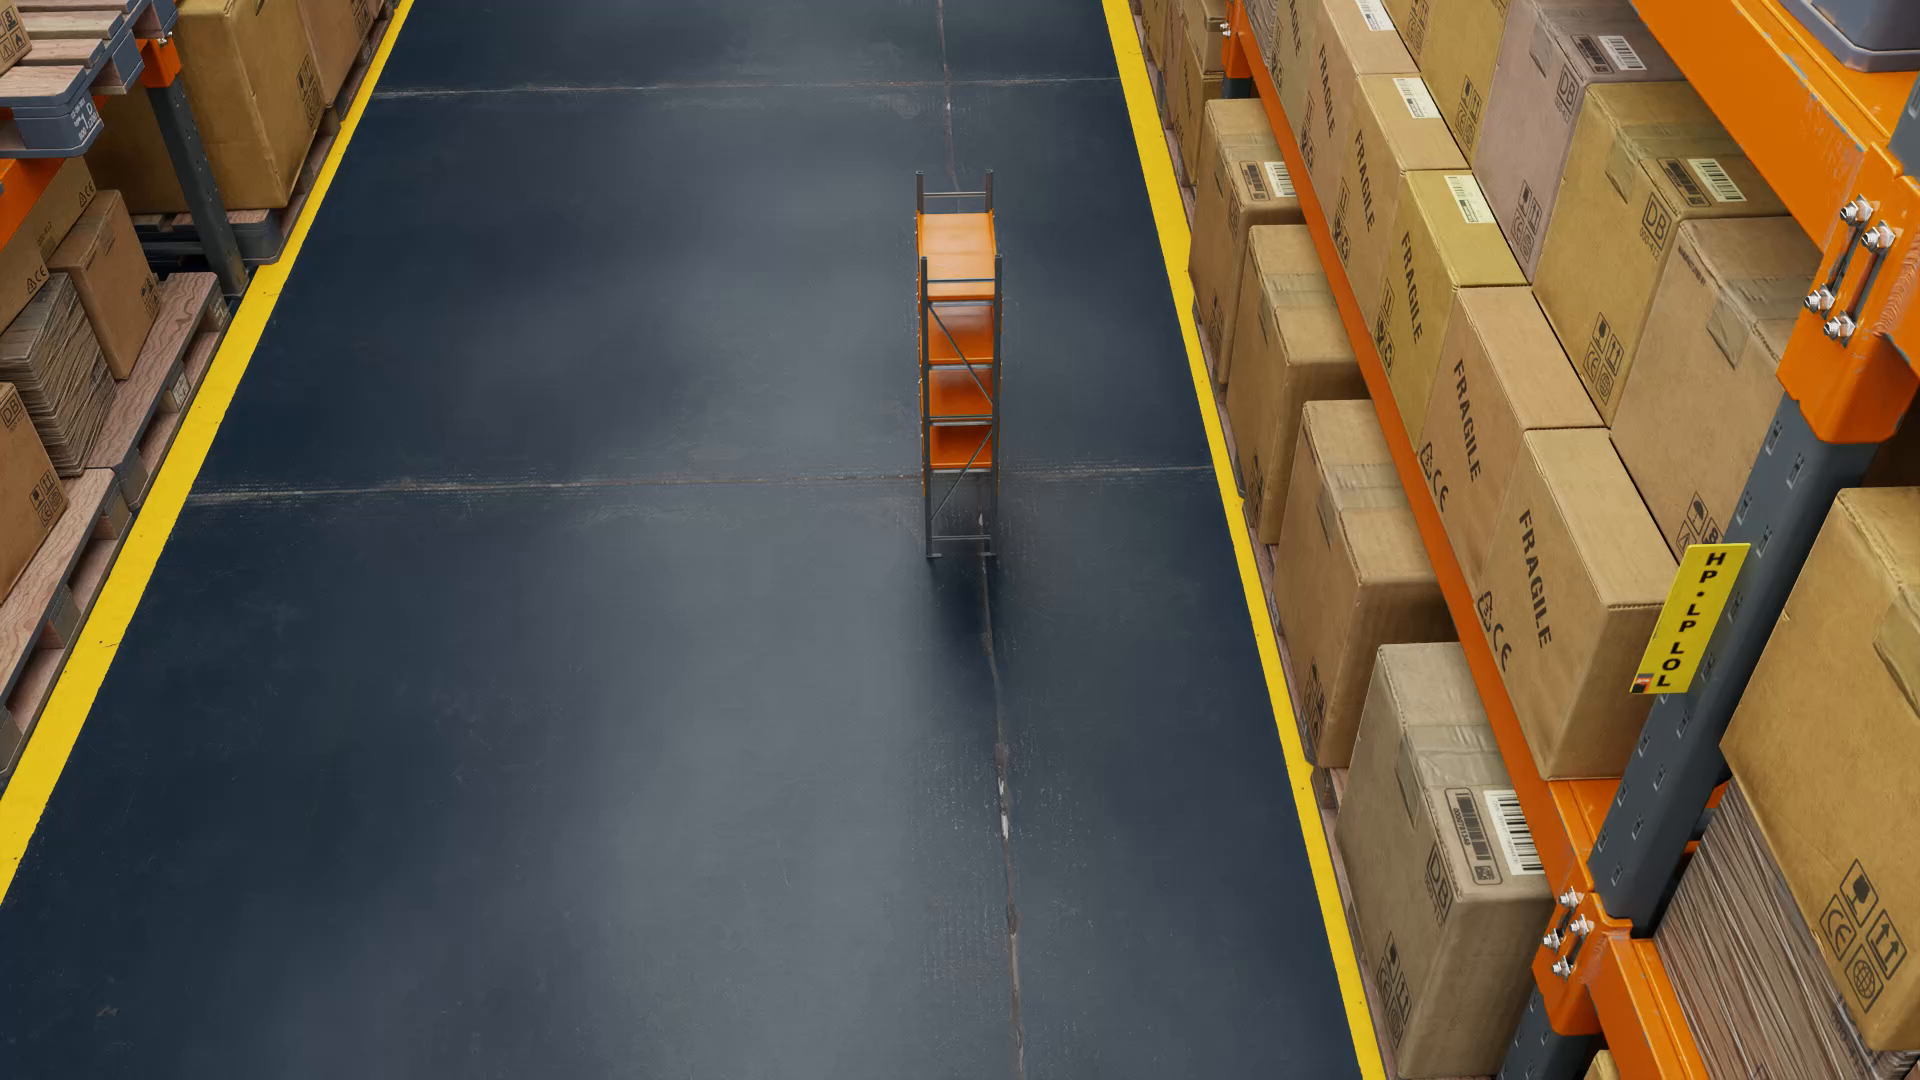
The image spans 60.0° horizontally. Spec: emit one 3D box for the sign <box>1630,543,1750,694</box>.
[{"bbox_3d":[1.138,0.127,2.593,0.100,0.325,0.005,-2,43,-2],"label":"sign"}]

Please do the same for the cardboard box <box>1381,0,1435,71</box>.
[{"bbox_3d":[1.565,-1.612,4.475,0.700,0.500,0.500,-2,43,-2],"label":"cardboard box"}]

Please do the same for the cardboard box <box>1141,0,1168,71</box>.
[{"bbox_3d":[1.163,-2.575,7.878,0.500,0.500,0.500,-3,43,-4],"label":"cardboard box"}]

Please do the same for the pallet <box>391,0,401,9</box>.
[{"bbox_3d":[-3.512,-3.277,9.169,1.003,0.211,1.213,-2,43,-2],"label":"pallet"}]

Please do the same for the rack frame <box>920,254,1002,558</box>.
[{"bbox_3d":[0.003,-0.389,5.287,0.240,1.200,0.015,-2,43,-2],"label":"rack frame"}]

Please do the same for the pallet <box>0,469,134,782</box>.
[{"bbox_3d":[-3.370,0.254,5.317,1.003,0.211,1.213,-2,43,-2],"label":"pallet"}]

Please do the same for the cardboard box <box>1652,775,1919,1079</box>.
[{"bbox_3d":[1.707,0.696,2.660,0.875,0.550,0.550,-2,43,-2],"label":"cardboard box"}]

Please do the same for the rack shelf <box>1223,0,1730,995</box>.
[{"bbox_3d":[1.594,-0.582,4.698,1.077,0.370,4.000,-2,43,-2],"label":"rack shelf"}]

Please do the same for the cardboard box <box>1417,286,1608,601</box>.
[{"bbox_3d":[1.369,-0.220,3.696,0.500,0.500,0.500,-2,43,-2],"label":"cardboard box"}]

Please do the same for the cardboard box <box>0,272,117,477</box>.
[{"bbox_3d":[-3.365,-0.538,5.642,0.700,0.500,0.500,-5,43,-5],"label":"cardboard box"}]

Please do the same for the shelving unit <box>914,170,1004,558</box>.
[{"bbox_3d":[-0.007,-0.554,5.466,0.258,1.200,0.503,-2,43,-2],"label":"shelving unit"}]

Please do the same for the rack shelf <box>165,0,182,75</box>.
[{"bbox_3d":[-3.535,-3.208,7.563,1.077,0.370,4.000,-2,43,-2],"label":"rack shelf"}]

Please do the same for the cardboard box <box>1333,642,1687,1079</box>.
[{"bbox_3d":[1.563,0.761,4.054,1.050,0.750,0.750,-2,43,-2],"label":"cardboard box"}]

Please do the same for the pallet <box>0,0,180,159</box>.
[{"bbox_3d":[-3.314,-1.575,5.390,1.213,0.211,1.003,-2,43,-2],"label":"pallet"}]

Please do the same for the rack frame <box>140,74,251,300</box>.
[{"bbox_3d":[-3.450,-2.123,5.847,1.000,3.000,0.127,-2,43,-2],"label":"rack frame"}]

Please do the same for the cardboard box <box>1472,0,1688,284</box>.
[{"bbox_3d":[1.608,-0.926,3.726,0.700,0.500,0.500,-1,43,-1],"label":"cardboard box"}]

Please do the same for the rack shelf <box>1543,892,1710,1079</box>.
[{"bbox_3d":[1.764,2.118,1.752,1.077,0.370,4.000,-2,43,-2],"label":"rack shelf"}]

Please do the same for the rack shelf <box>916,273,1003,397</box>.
[{"bbox_3d":[-0.007,-0.669,5.361,0.258,0.148,0.480,-2,43,-2],"label":"rack shelf"}]

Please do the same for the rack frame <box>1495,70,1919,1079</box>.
[{"bbox_3d":[1.676,0.503,2.981,0.949,2.616,0.053,-2,43,-2],"label":"rack frame"}]

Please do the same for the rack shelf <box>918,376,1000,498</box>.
[{"bbox_3d":[-0.007,-0.358,5.646,0.258,0.148,0.480,-2,43,-2],"label":"rack shelf"}]

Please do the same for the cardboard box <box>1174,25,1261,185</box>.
[{"bbox_3d":[1.220,-1.868,7.107,0.500,0.500,0.500,-2,43,-2],"label":"cardboard box"}]

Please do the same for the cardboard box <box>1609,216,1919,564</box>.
[{"bbox_3d":[1.652,-0.238,2.975,0.700,0.500,0.500,-2,43,-3],"label":"cardboard box"}]

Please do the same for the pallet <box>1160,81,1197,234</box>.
[{"bbox_3d":[1.478,-1.697,7.445,1.003,0.211,1.213,-2,43,-2],"label":"pallet"}]

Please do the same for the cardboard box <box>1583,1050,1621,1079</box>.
[{"bbox_3d":[1.636,1.558,3.092,0.875,0.875,0.875,-1,43,-1],"label":"cardboard box"}]

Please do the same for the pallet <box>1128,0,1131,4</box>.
[{"bbox_3d":[1.374,-3.344,9.242,1.003,0.211,1.213,-2,43,-2],"label":"pallet"}]

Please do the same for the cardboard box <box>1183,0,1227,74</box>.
[{"bbox_3d":[1.219,-2.162,6.872,0.500,0.250,0.500,-3,43,-3],"label":"cardboard box"}]

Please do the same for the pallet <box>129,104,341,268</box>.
[{"bbox_3d":[-3.408,-1.630,7.372,1.003,0.211,1.213,-2,43,-2],"label":"pallet"}]

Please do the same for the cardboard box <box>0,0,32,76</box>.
[{"bbox_3d":[-3.264,-1.578,4.867,0.700,0.500,0.500,4,43,5],"label":"cardboard box"}]

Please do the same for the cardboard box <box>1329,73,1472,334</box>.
[{"bbox_3d":[1.323,-0.904,4.442,0.500,0.500,0.500,-2,43,-2],"label":"cardboard box"}]

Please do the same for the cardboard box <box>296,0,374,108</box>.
[{"bbox_3d":[-3.489,-2.564,7.588,1.225,0.875,0.875,-2,43,-2],"label":"cardboard box"}]

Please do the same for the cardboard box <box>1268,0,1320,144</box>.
[{"bbox_3d":[1.283,-1.580,5.180,0.500,0.500,0.500,-2,43,-2],"label":"cardboard box"}]

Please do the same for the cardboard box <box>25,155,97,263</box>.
[{"bbox_3d":[-3.392,-1.189,5.797,0.500,0.250,0.500,0,43,0],"label":"cardboard box"}]

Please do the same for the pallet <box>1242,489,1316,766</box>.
[{"bbox_3d":[1.517,0.186,5.390,1.003,0.211,1.213,-2,43,-2],"label":"pallet"}]

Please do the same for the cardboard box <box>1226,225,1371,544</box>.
[{"bbox_3d":[1.486,-0.519,5.451,1.050,0.750,0.750,-1,43,-1],"label":"cardboard box"}]
